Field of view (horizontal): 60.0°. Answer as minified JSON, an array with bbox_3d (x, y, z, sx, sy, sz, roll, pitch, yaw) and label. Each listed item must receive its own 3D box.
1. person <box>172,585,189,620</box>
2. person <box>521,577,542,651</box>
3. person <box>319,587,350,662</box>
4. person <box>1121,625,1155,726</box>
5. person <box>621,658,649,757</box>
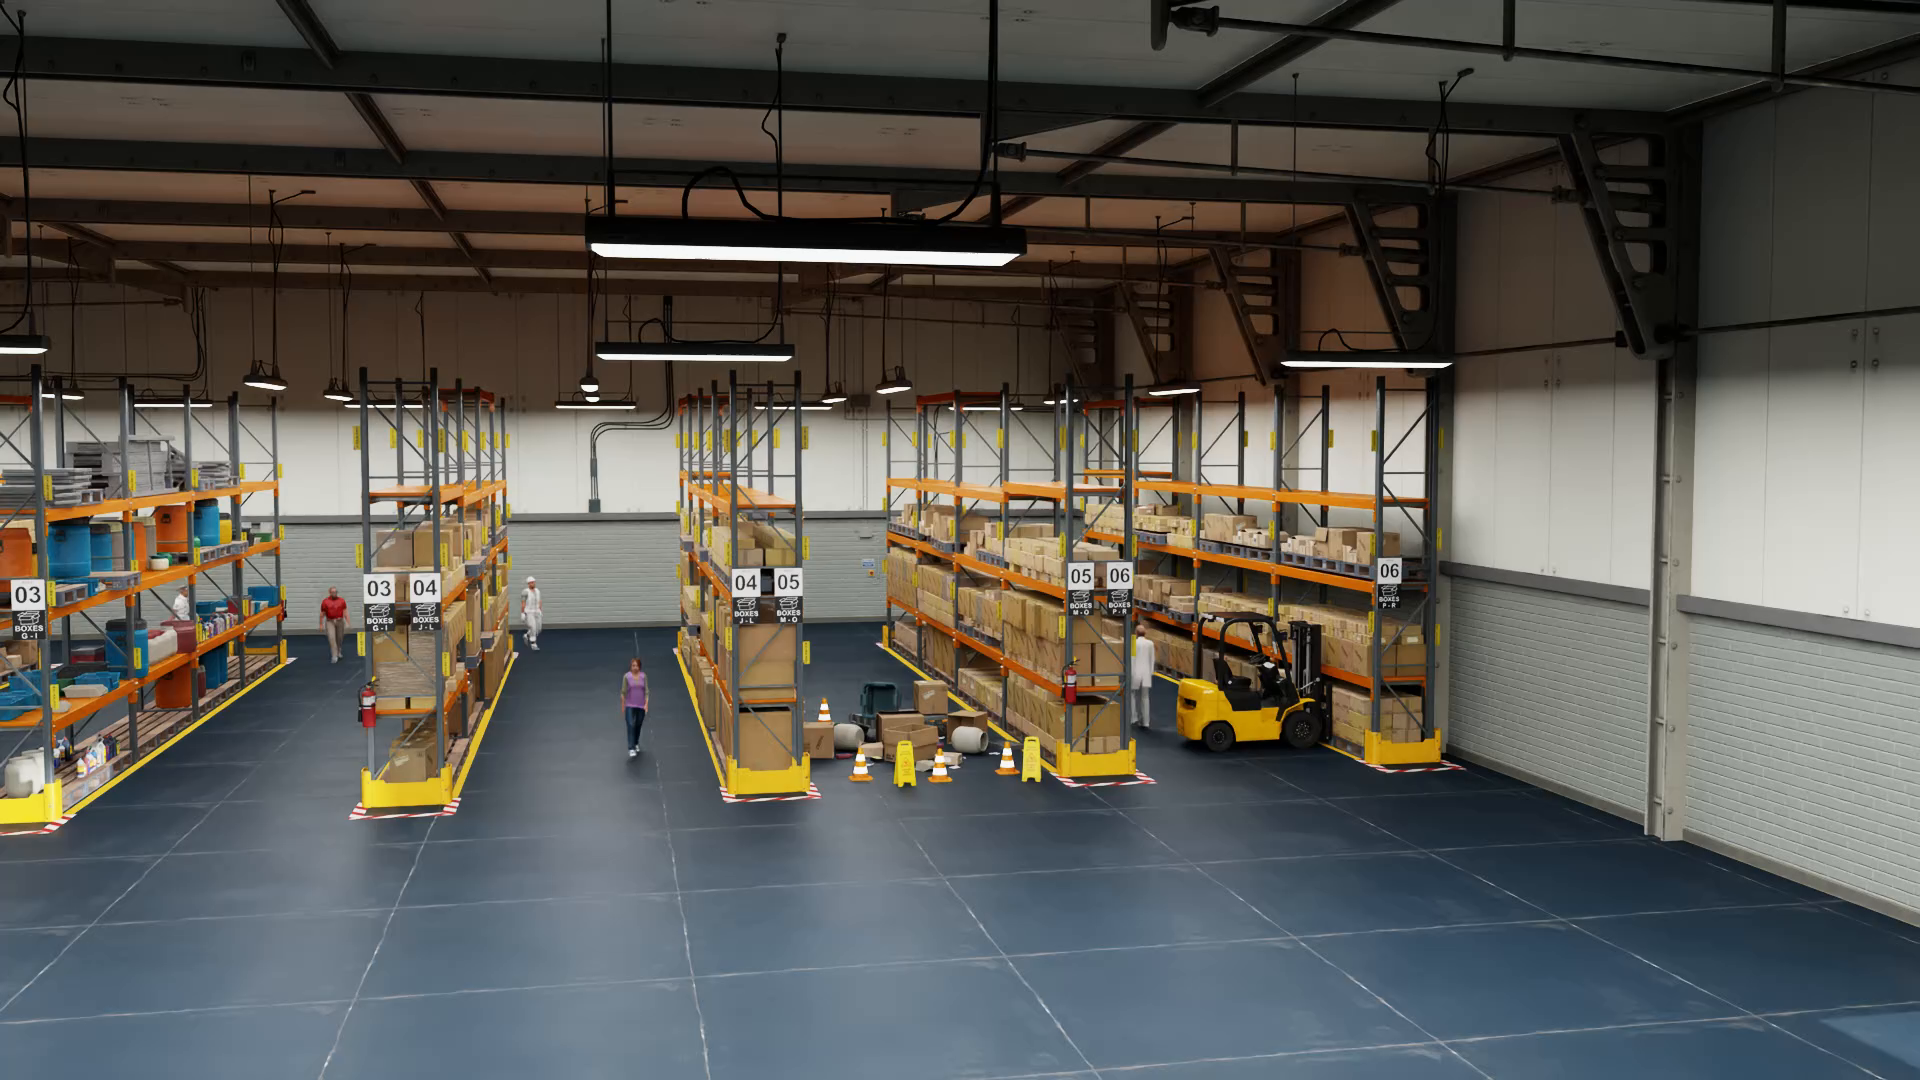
[{"bbox_3d":[-17.684,1.866,37.916,0.965,1.704,0.519,-2,4,-29],"label":"person"},{"bbox_3d":[-10.231,1.748,39.612,0.740,1.774,0.548,3,4,37],"label":"person"},{"bbox_3d":[-14.186,1.893,37.771,0.650,1.661,1.038,-2,4,-31],"label":"person"},{"bbox_3d":[3.171,2.407,29.142,0.600,1.834,0.608,-1,4,-18],"label":"person"},{"bbox_3d":[-5.129,2.639,26.329,0.434,1.546,0.967,-2,4,-26],"label":"person"}]
